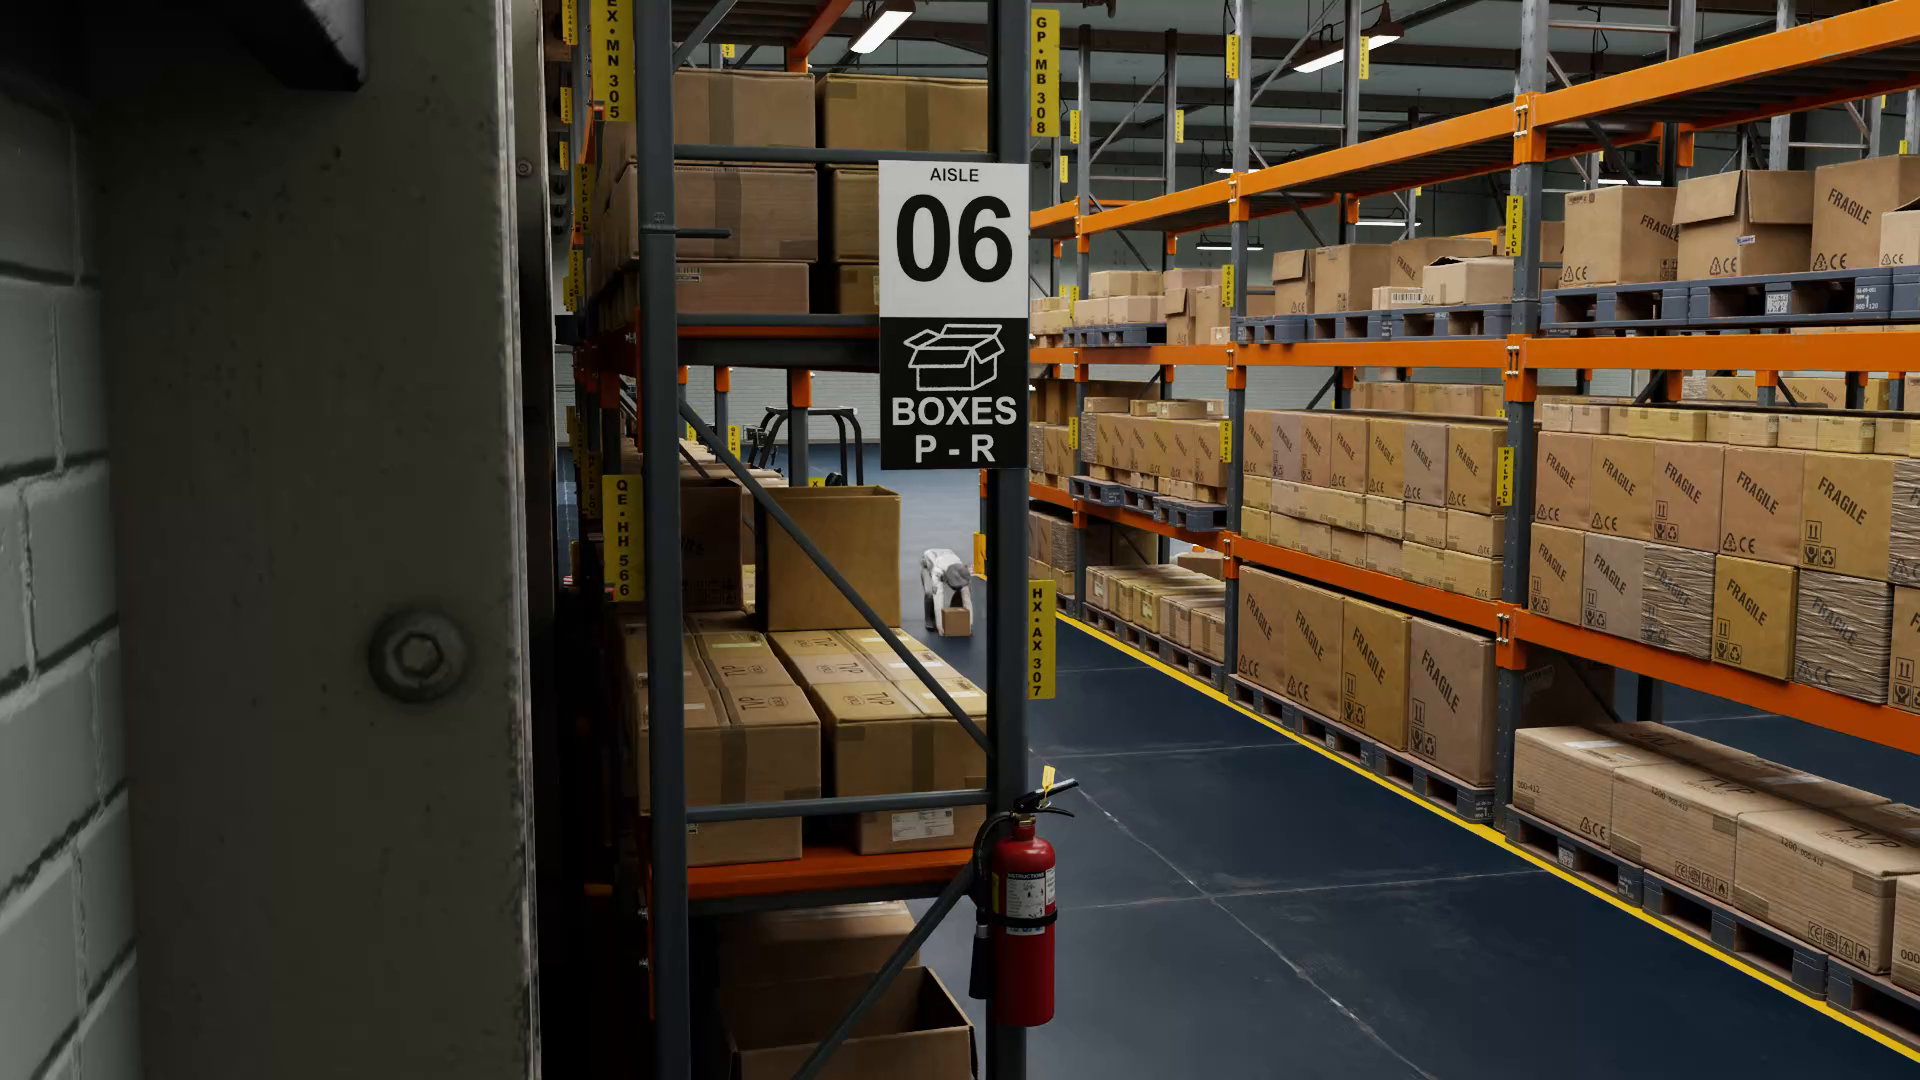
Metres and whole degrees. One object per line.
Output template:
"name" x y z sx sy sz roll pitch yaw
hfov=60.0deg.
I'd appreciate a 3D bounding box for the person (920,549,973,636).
"person" -0.134 0.515 16.582 0.453 0.813 0.901 -2 6 -16
